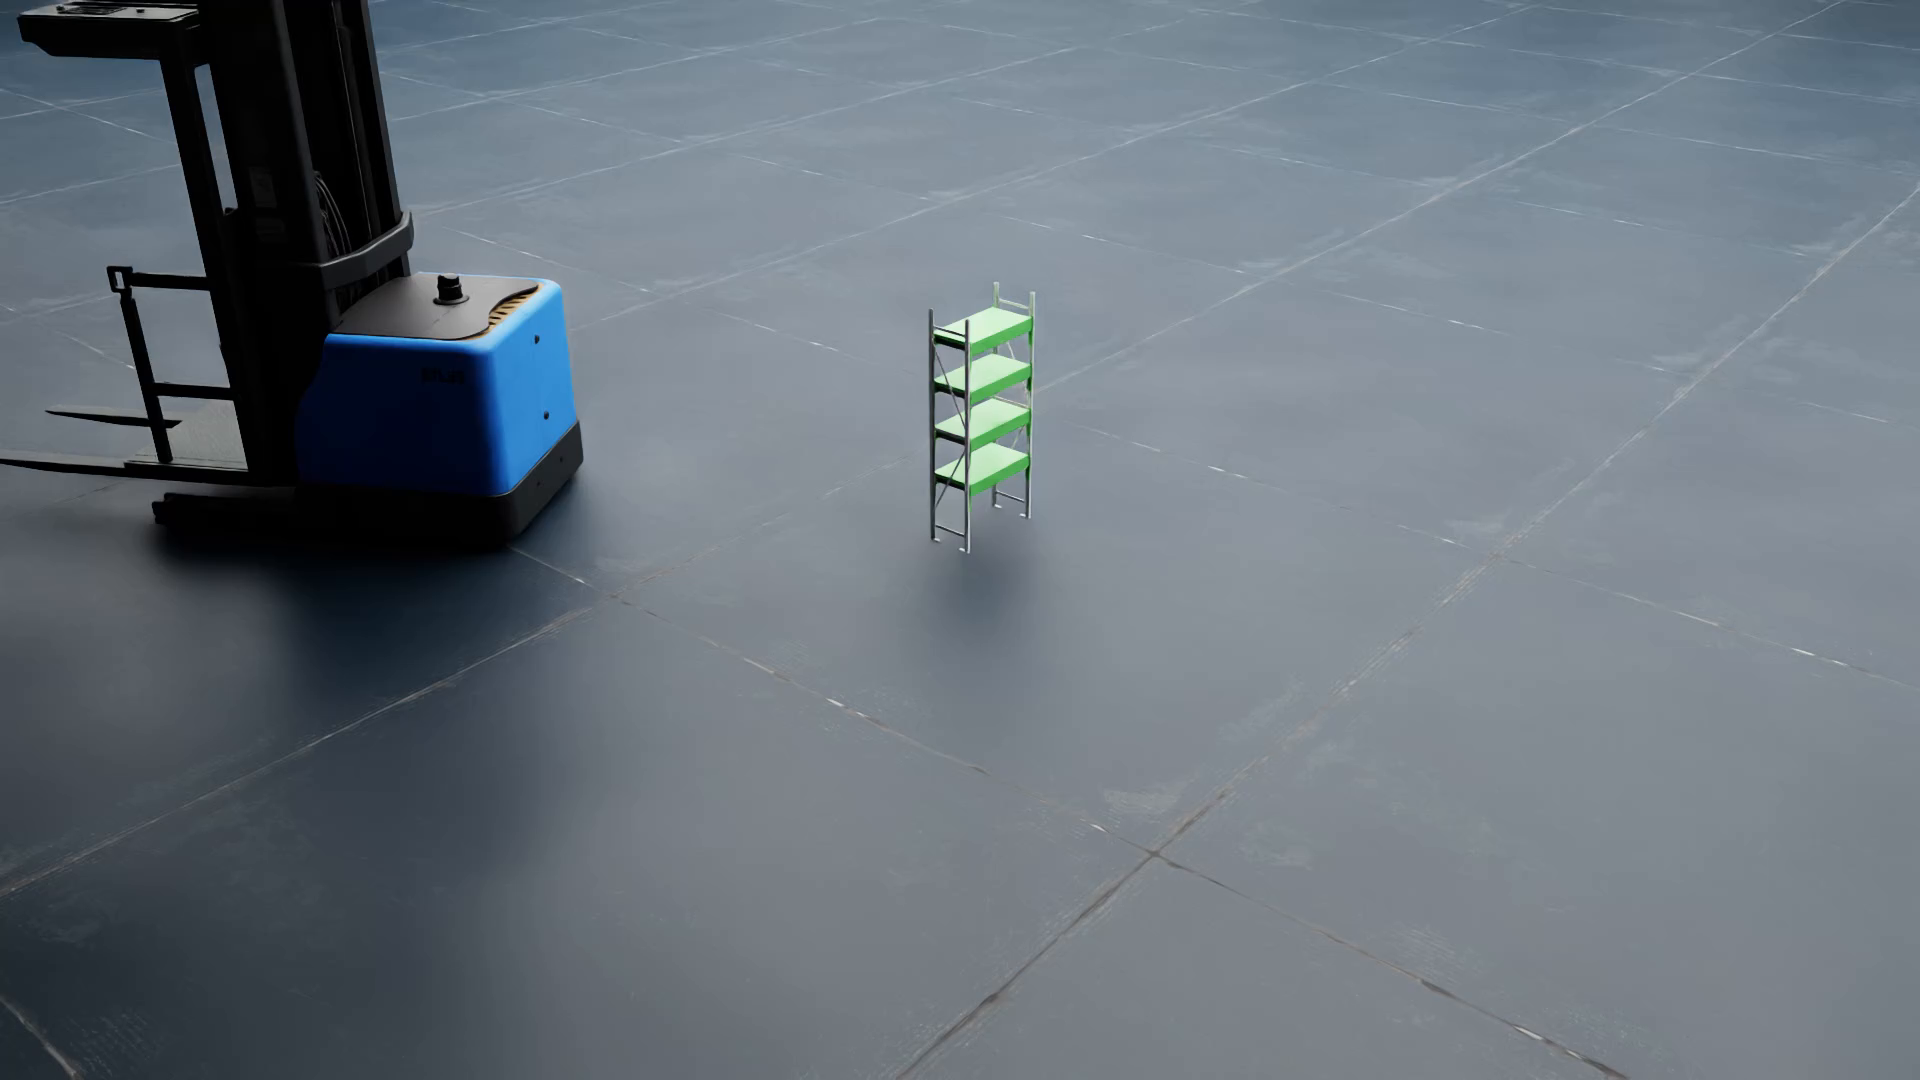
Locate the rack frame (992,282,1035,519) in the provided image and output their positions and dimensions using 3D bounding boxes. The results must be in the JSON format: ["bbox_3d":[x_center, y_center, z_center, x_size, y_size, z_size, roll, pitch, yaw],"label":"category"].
[{"bbox_3d":[0.261,-0.678,8.255,0.240,1.200,0.015,21,34,34],"label":"rack frame"}]

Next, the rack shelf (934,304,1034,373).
[{"bbox_3d":[0.105,-0.961,7.897,0.258,0.148,0.480,21,34,34],"label":"rack shelf"}]

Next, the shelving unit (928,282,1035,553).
[{"bbox_3d":[0.105,-0.592,8.088,0.258,1.200,0.503,21,34,34],"label":"shelving unit"}]

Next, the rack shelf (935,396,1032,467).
[{"bbox_3d":[0.105,-0.535,8.117,0.258,0.148,0.480,21,34,34],"label":"rack shelf"}]

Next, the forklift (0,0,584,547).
[{"bbox_3d":[-3.581,-1.576,8.106,3.031,2.935,1.130,4,28,8],"label":"forklift"}]

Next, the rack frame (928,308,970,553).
[{"bbox_3d":[-0.050,-0.505,7.921,0.240,1.200,0.015,21,34,34],"label":"rack frame"}]

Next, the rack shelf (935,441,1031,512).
[{"bbox_3d":[0.105,-0.322,8.227,0.258,0.148,0.480,21,34,34],"label":"rack shelf"}]

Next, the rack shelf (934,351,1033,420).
[{"bbox_3d":[0.105,-0.748,8.007,0.258,0.148,0.480,21,34,34],"label":"rack shelf"}]
